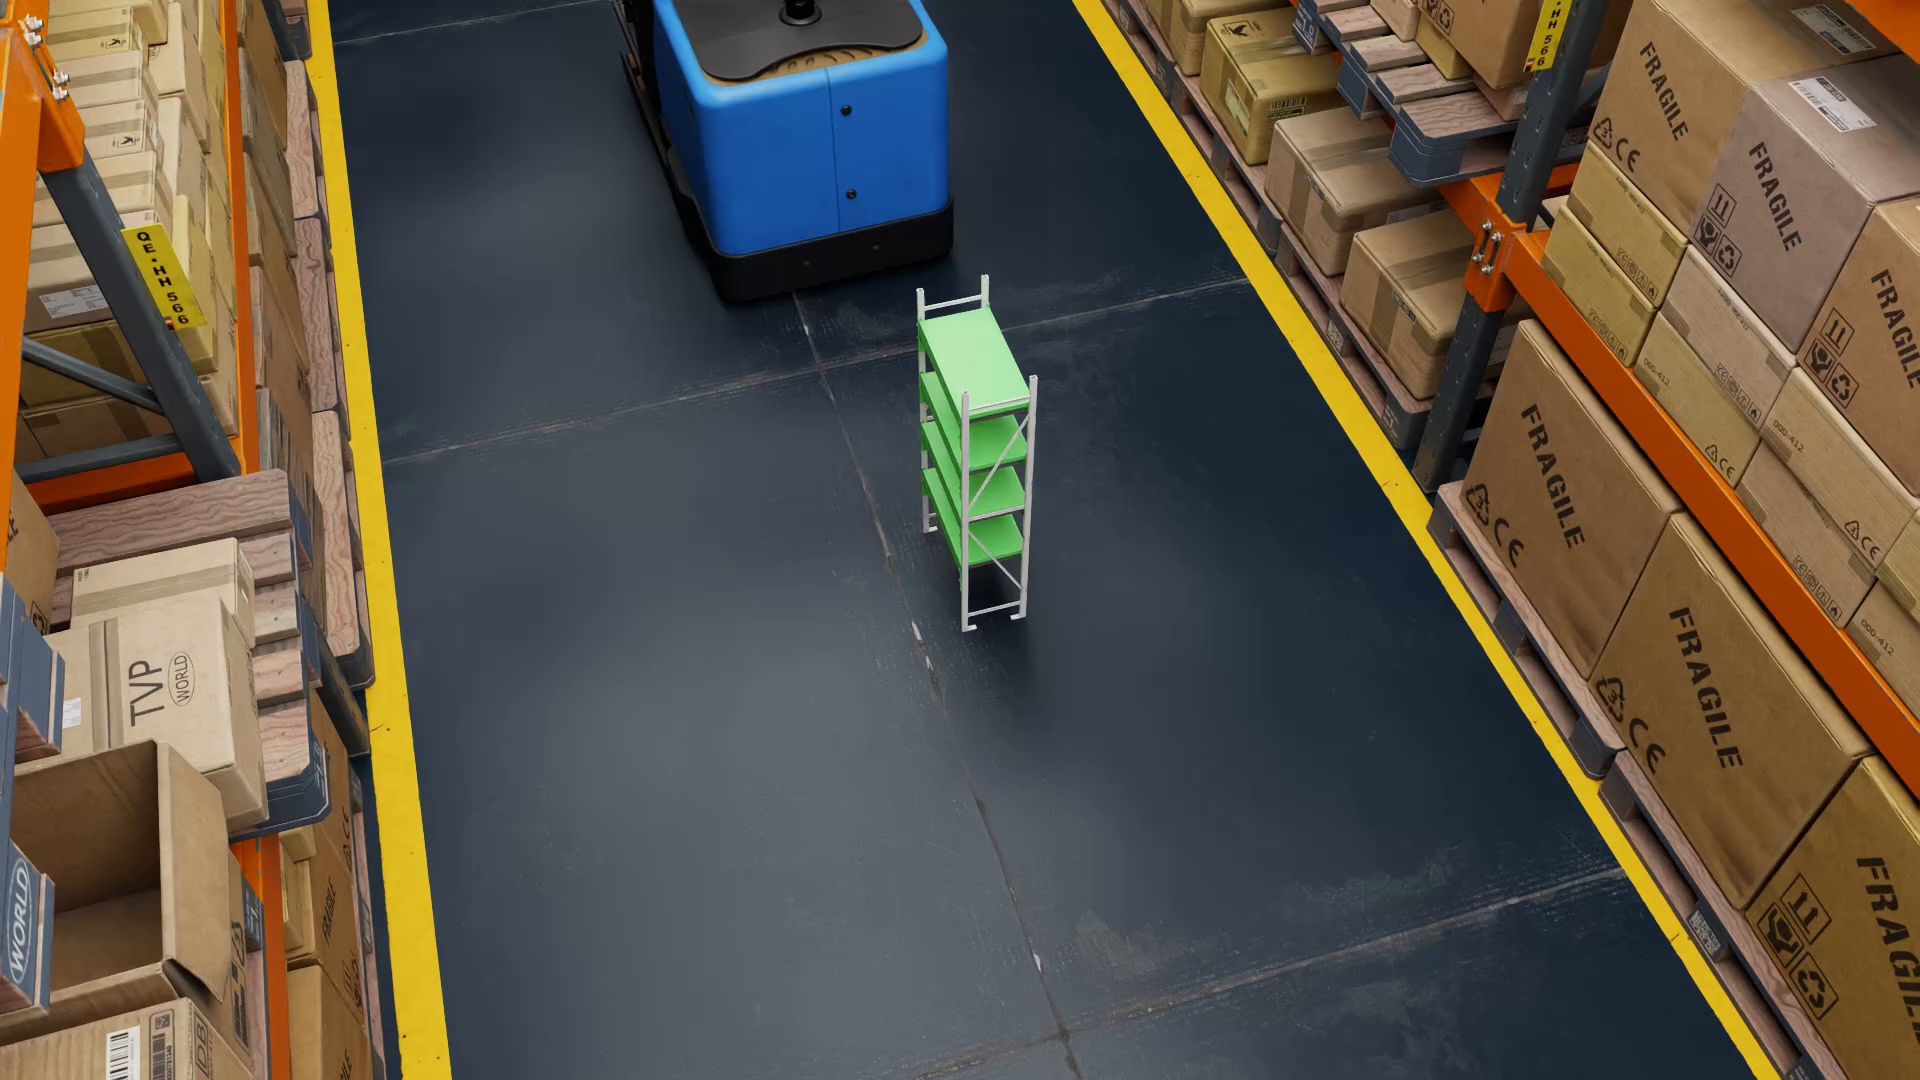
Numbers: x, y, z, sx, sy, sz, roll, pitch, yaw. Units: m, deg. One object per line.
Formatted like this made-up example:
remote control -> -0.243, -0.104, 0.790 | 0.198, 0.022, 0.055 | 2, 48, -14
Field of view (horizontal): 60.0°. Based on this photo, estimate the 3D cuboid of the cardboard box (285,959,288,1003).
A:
cardboard box -> -1.923, 1.191, 4.220 | 0.380, 0.149, 0.250 | -12, 51, -10

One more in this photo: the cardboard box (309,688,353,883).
cardboard box -> -2.162, 0.759, 5.008 | 0.500, 0.500, 0.500 | -12, 51, -10

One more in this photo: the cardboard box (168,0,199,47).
cardboard box -> -2.850, -1.783, 5.562 | 0.500, 0.250, 0.500 | -13, 51, -10

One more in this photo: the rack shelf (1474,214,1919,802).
rack shelf -> 2.840, 0.396, 4.424 | 1.077, 0.370, 4.000 | -13, 51, -11

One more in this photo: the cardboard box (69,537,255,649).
cardboard box -> -1.931, 0.167, 4.037 | 0.380, 0.149, 0.250 | -12, 51, -10

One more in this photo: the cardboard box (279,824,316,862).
cardboard box -> -1.994, 0.786, 4.562 | 0.380, 0.149, 0.250 | -16, 52, -13

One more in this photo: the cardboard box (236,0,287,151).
cardboard box -> -3.510, -2.084, 7.324 | 0.875, 0.625, 0.625 | -11, 51, -9

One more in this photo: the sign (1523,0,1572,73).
sign -> 1.733, -1.514, 4.859 | 0.100, 0.325, 0.005 | -13, 51, -11

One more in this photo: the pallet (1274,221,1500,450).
pallet -> 2.019, -0.969, 6.928 | 1.003, 0.211, 1.213 | -13, 51, -11

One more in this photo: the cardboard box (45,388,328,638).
cardboard box -> -2.663, 0.000, 5.566 | 0.875, 0.625, 0.625 | -12, 51, -10

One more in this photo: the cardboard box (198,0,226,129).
cardboard box -> -2.845, -1.625, 5.756 | 0.500, 0.250, 0.500 | -12, 51, -10

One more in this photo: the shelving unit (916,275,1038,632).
shelving unit -> 0.049, -0.266, 5.689 | 0.258, 1.200, 0.503 | -13, 51, -11

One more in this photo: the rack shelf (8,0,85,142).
rack shelf -> -3.083, -2.367, 4.792 | 1.077, 0.370, 4.000 | -13, 51, -11

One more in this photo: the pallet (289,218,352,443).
pallet -> -3.055, -0.772, 6.763 | 1.003, 0.211, 1.213 | -13, 51, -11

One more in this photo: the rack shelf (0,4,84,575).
rack shelf -> -1.901, 0.555, 2.329 | 1.077, 0.370, 4.000 | -13, 51, -11

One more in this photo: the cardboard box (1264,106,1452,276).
cardboard box -> 1.865, -1.537, 7.028 | 0.950, 0.372, 0.625 | -14, 51, -12

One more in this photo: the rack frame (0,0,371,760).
rack frame -> -2.492, -0.171, 4.432 | 1.000, 3.000, 0.127 | -13, 51, -11

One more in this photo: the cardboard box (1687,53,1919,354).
cardboard box -> 2.317, -0.875, 4.306 | 0.500, 0.500, 0.500 | -13, 51, -11

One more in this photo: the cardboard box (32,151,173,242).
cardboard box -> -2.385, -0.907, 4.563 | 0.380, 0.149, 0.250 | -12, 51, -10

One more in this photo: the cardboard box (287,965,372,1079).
cardboard box -> -1.866, 1.509, 4.376 | 0.500, 0.500, 0.500 | -11, 51, -9

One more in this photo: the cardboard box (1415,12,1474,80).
cardboard box -> 1.778, -1.716, 5.625 | 0.380, 0.149, 0.250 | -13, 51, -10

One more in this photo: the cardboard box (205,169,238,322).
cardboard box -> -2.534, -0.871, 5.120 | 0.500, 0.250, 0.500 | -14, 51, -12

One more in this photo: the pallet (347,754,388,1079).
pallet -> -2.307, 1.281, 5.032 | 1.003, 0.211, 1.213 | -13, 51, -11

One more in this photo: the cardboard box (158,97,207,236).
cardboard box -> -2.537, -1.029, 4.927 | 0.500, 0.250, 0.500 | -12, 51, -10

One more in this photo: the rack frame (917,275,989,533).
rack frame -> -0.023, -0.444, 5.840 | 0.240, 1.200, 0.015 | -13, 51, -11

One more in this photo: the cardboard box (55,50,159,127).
cardboard box -> -2.575, -1.277, 4.875 | 0.380, 0.149, 0.250 | -13, 51, -11

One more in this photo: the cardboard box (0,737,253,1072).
cardboard box -> -1.833, 0.811, 3.263 | 0.797, 0.503, 0.637 | -14, 51, -12

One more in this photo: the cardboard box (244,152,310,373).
cardboard box -> -3.063, -0.967, 6.382 | 0.875, 0.625, 0.625 | -15, 52, -12

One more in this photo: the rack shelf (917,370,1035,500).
rack shelf -> 0.049, -0.379, 5.555 | 0.258, 0.148, 0.480 | -13, 51, -11

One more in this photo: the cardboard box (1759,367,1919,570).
cardboard box -> 2.450, -0.239, 4.260 | 0.500, 0.250, 0.500 | -13, 51, -11

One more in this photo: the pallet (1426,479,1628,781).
pallet -> 2.410, 0.195, 5.947 | 1.003, 0.211, 1.213 | -13, 51, -11

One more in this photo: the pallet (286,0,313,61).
pallet -> -3.870, -2.784, 8.459 | 1.003, 0.211, 1.213 | -13, 51, -11

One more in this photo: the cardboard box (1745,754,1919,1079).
cardboard box -> 2.897, 1.082, 4.491 | 0.875, 0.875, 0.875 | -12, 51, -10

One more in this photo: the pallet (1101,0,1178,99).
pallet -> 1.297, -2.751, 8.431 | 1.003, 0.211, 1.213 | -13, 51, -11

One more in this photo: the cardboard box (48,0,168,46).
cardboard box -> -2.697, -1.652, 5.191 | 0.380, 0.149, 0.250 | -12, 51, -10

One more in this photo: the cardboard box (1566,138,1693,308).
cardboard box -> 2.162, -0.983, 4.888 | 0.500, 0.250, 0.500 | -14, 51, -11

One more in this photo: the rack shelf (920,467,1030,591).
rack shelf -> 0.049, -0.070, 5.922 | 0.258, 0.148, 0.480 | -13, 51, -11

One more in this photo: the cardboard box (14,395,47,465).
cardboard box -> -2.869, -0.393, 4.718 | 0.500, 0.250, 0.500 | -14, 51, -12

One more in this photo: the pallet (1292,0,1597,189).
pallet -> 1.936, -1.731, 5.873 | 1.213, 0.211, 1.003 | -13, 51, -11

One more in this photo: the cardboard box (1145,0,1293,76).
cardboard box -> 1.439, -2.599, 7.923 | 0.950, 0.372, 0.625 | -10, 51, -9

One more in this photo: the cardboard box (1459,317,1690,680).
cardboard box -> 2.373, -0.223, 5.592 | 0.875, 0.875, 0.875 | -14, 51, -11

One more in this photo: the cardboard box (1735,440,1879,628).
cardboard box -> 2.471, -0.078, 4.452 | 0.500, 0.250, 0.500 | -12, 51, -10

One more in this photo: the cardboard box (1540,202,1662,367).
cardboard box -> 2.153, -0.834, 5.089 | 0.500, 0.250, 0.500 | -14, 51, -12

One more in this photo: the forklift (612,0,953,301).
forklift -> -1.001, -3.105, 6.951 | 1.130, 2.935, 3.031 | -15, 52, -12

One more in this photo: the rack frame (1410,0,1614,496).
rack frame -> 2.249, -1.296, 5.381 | 1.000, 3.000, 0.127 | -13, 51, -11

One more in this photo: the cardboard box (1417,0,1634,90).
cardboard box -> 1.849, -1.829, 5.295 | 0.500, 0.500, 0.500 | -15, 51, -12
